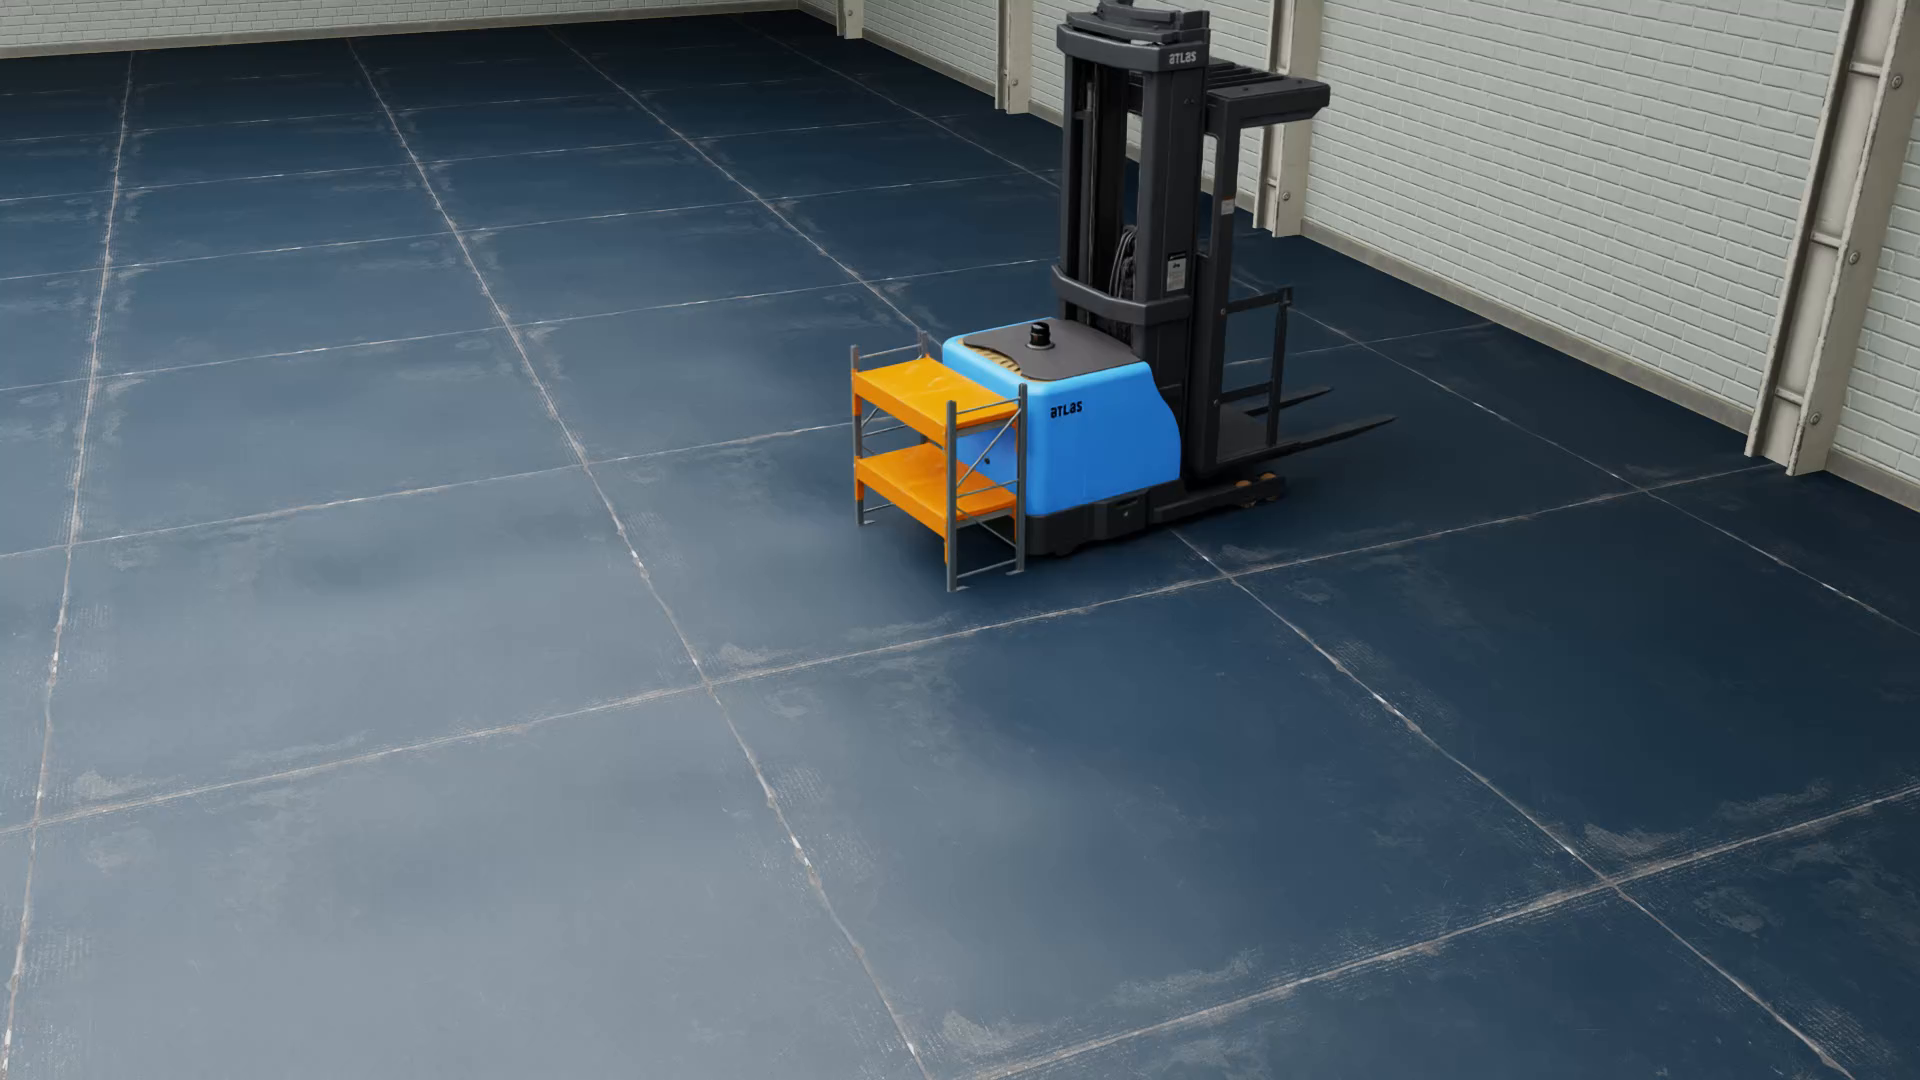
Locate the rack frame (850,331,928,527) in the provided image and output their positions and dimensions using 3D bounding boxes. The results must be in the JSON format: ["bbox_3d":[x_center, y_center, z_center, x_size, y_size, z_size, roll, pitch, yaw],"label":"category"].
[{"bbox_3d":[-0.407,-0.649,9.798,0.500,1.125,0.032,-16,30,-29],"label":"rack frame"}]

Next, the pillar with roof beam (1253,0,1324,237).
[{"bbox_3d":[-0.952,-6.238,12.270,9.100,9.000,0.400,-11,28,-21],"label":"pillar with roof beam"}]

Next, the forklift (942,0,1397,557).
[{"bbox_3d":[1.404,-1.695,9.881,3.031,2.935,1.130,-15,30,-28],"label":"forklift"}]

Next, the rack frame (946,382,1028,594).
[{"bbox_3d":[0.145,-0.275,9.030,0.500,1.125,0.032,-16,30,-29],"label":"rack frame"}]

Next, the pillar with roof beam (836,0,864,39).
[{"bbox_3d":[-5.651,-11.083,22.192,9.100,9.000,0.400,-11,28,-21],"label":"pillar with roof beam"}]

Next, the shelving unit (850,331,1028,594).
[{"bbox_3d":[-0.131,-0.462,9.414,0.538,1.125,1.048,-16,30,-29],"label":"shelving unit"}]

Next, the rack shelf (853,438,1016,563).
[{"bbox_3d":[-0.131,-0.242,9.521,0.538,0.278,1.000,-16,30,-29],"label":"rack shelf"}]

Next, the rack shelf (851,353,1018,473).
[{"bbox_3d":[-0.131,-0.725,9.286,0.538,0.278,1.000,-16,30,-29],"label":"rack shelf"}]

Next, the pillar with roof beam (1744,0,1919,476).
[{"bbox_3d":[1.398,-3.816,7.309,9.100,9.000,0.400,-11,28,-21],"label":"pillar with roof beam"}]

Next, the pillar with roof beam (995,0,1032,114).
[{"bbox_3d":[-3.302,-8.660,17.231,9.100,9.000,0.400,-11,28,-21],"label":"pillar with roof beam"}]
